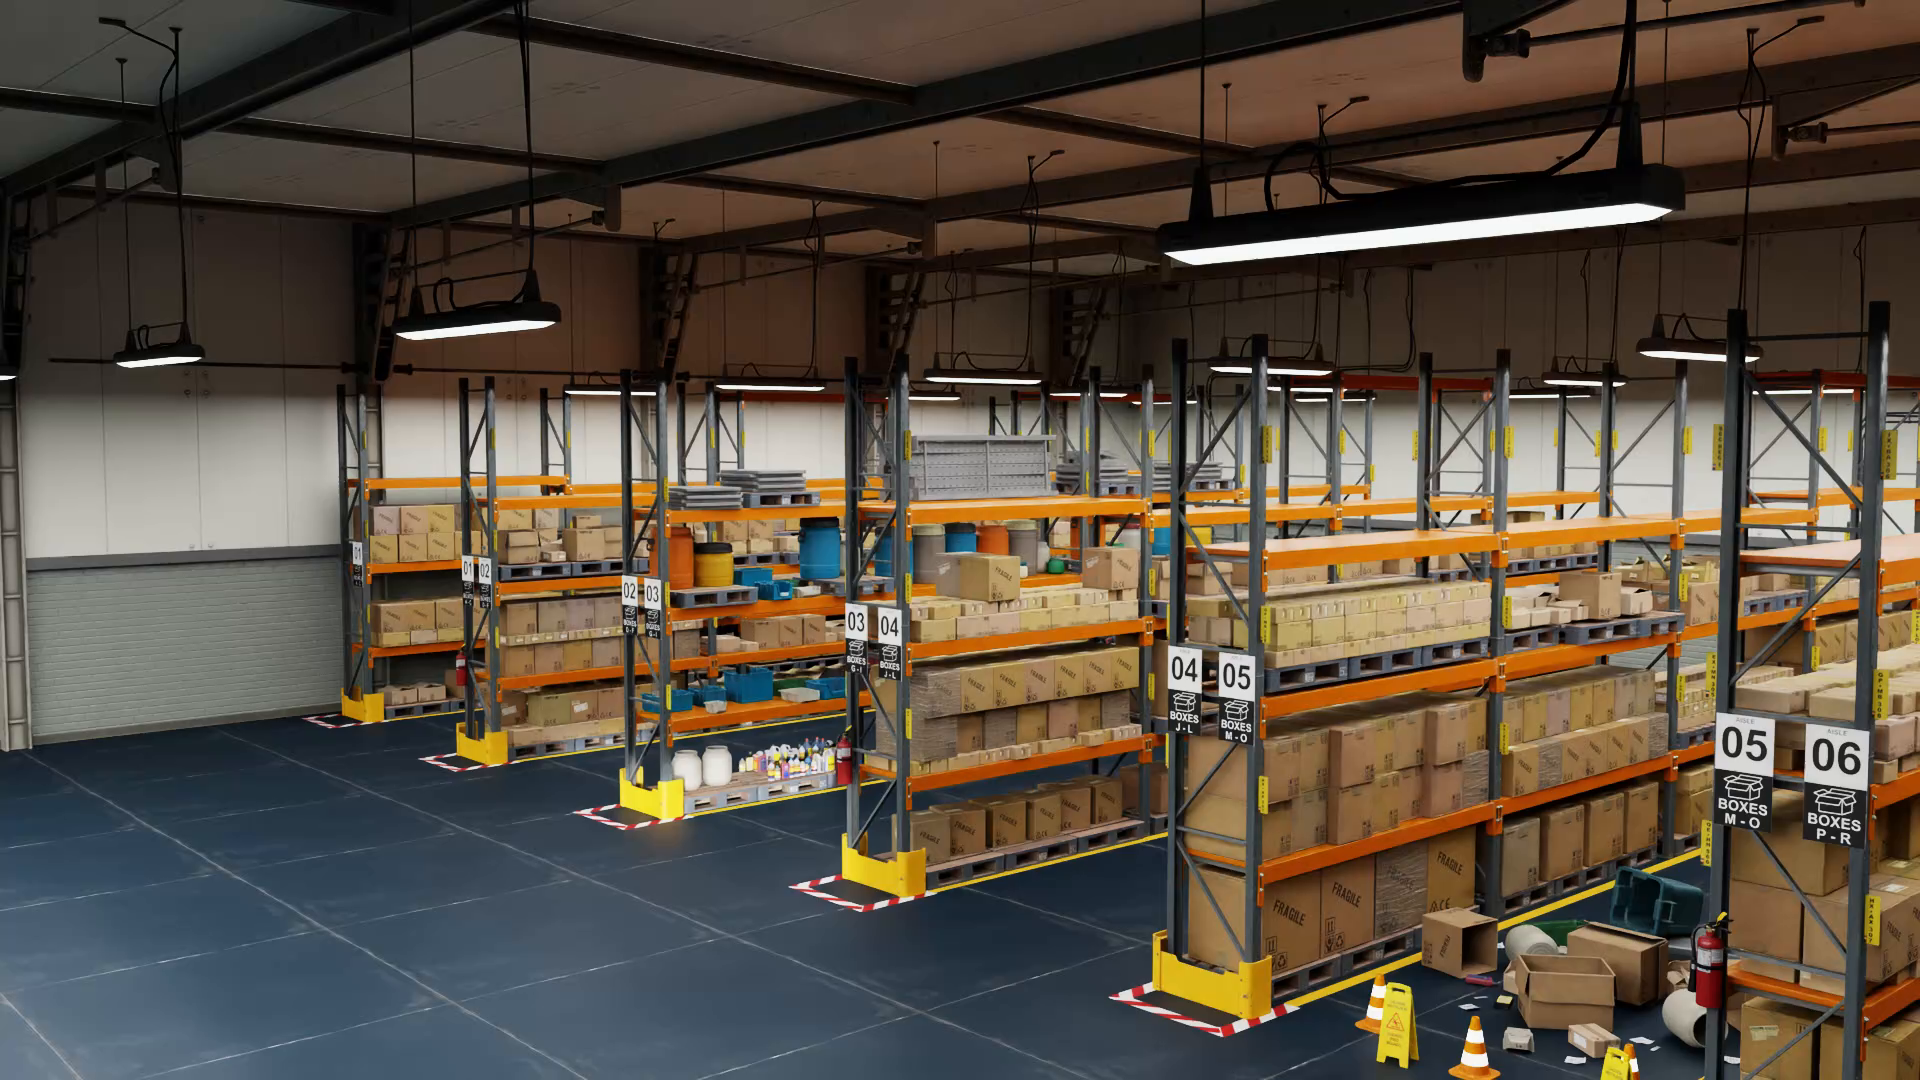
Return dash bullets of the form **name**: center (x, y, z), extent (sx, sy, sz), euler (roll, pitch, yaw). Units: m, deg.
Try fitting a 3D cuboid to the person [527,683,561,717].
- **person**: center (-7.259, 2.345, 29.519), extent (0.590, 1.699, 1.082), euler (1, 4, 19)
